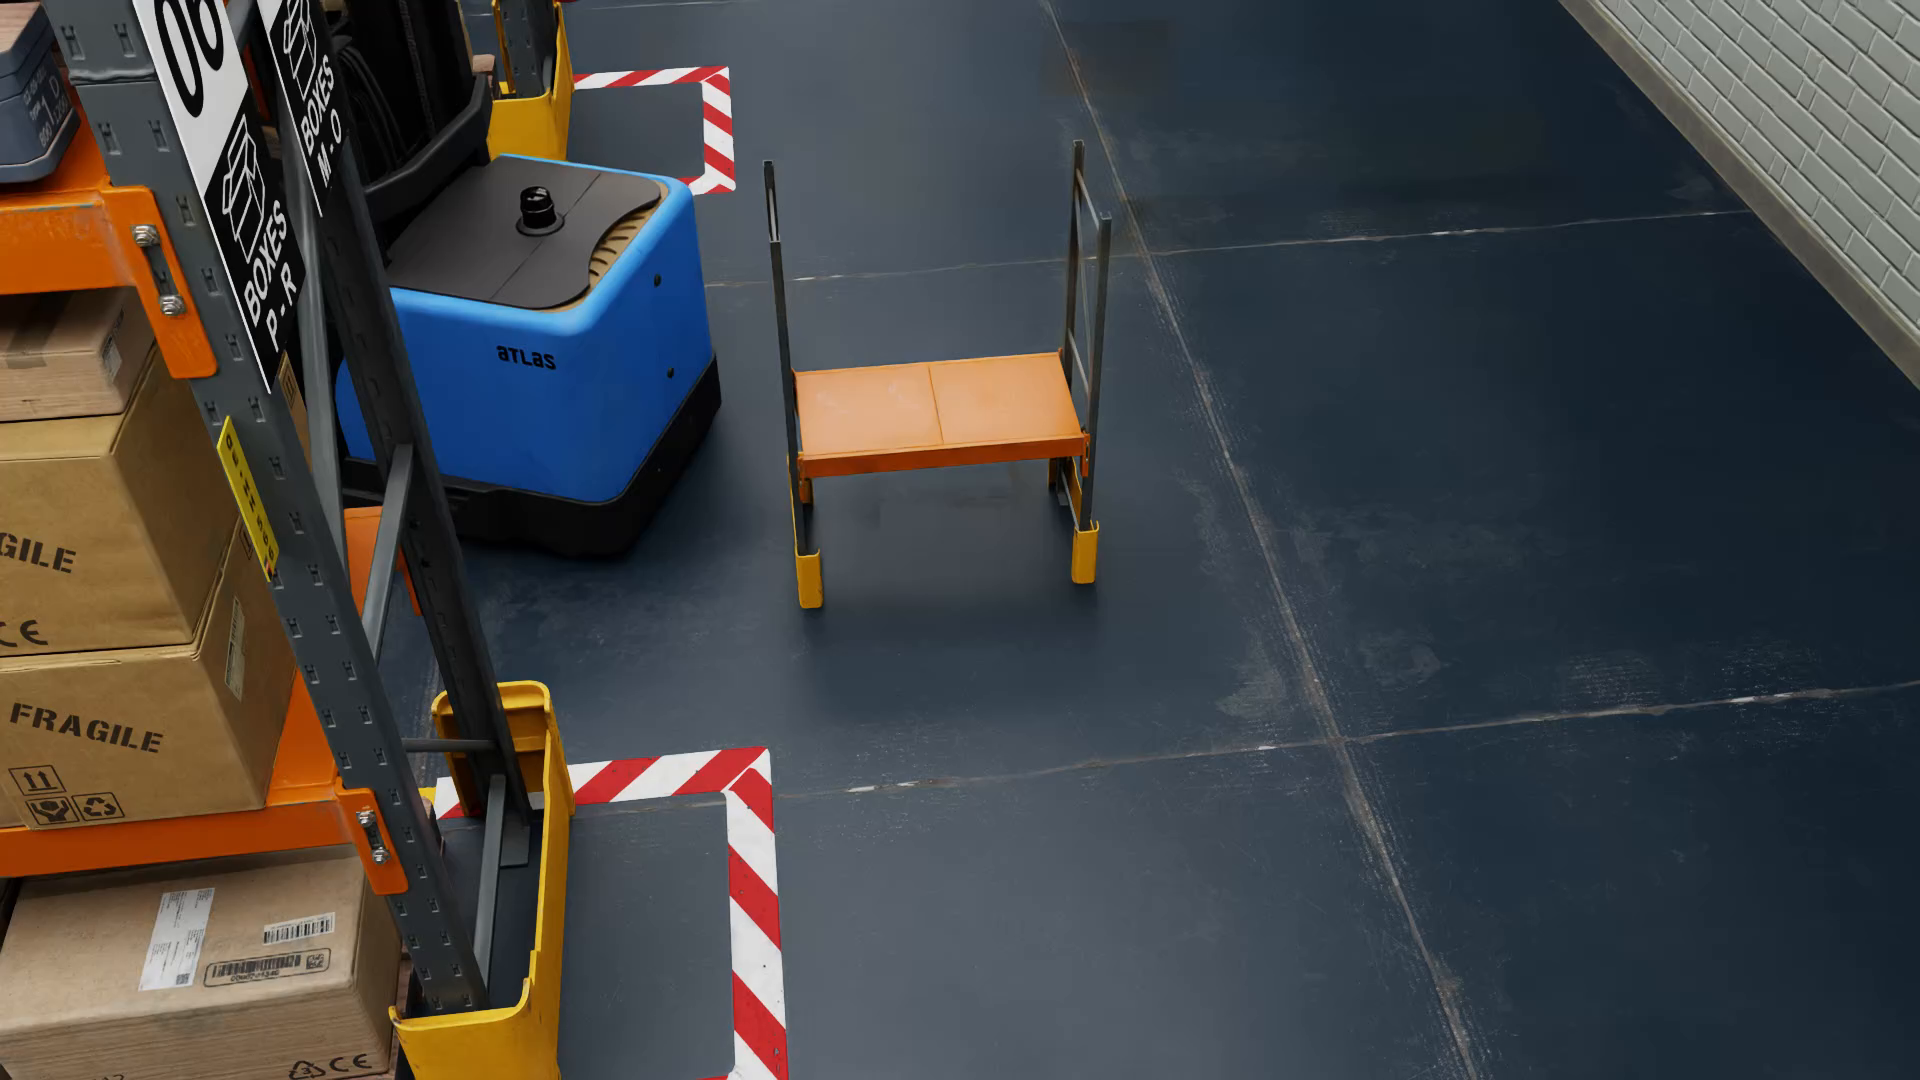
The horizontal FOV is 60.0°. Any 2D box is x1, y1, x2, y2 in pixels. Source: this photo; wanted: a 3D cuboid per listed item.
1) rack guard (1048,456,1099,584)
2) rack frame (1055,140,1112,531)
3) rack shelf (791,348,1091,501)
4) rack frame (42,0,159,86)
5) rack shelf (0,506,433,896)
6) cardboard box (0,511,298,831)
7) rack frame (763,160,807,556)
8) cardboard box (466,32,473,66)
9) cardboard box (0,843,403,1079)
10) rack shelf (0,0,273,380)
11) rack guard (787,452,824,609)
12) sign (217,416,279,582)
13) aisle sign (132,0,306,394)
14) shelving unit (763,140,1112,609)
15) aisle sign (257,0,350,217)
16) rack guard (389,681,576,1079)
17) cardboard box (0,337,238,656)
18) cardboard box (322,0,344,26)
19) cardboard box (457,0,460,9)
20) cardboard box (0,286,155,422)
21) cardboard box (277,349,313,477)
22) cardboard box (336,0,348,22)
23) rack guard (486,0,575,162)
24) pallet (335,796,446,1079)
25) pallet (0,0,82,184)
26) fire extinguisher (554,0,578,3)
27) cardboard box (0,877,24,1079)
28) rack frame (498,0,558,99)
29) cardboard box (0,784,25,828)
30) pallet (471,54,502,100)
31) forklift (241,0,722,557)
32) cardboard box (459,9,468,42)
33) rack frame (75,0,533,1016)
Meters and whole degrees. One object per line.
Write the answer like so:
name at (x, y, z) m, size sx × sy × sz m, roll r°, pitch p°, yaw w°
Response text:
rack guard at (0.418, -0.129, 6.207) m, size 0.087 × 0.250 × 0.587 m, roll -5°, pitch 42°, yaw -6°
rack frame at (0.419, -0.594, 5.788) m, size 0.032 × 1.500 × 0.500 m, roll -5°, pitch 42°, yaw -6°
rack shelf at (-0.085, -0.416, 5.860) m, size 1.000 × 0.185 × 0.538 m, roll -5°, pitch 42°, yaw -6°
rack frame at (-1.359, -2.145, 1.909) m, size 0.127 × 3.000 × 1.000 m, roll -5°, pitch 42°, yaw -6°
rack shelf at (-3.343, 0.524, 3.967) m, size 4.000 × 0.370 × 1.077 m, roll -5°, pitch 42°, yaw -6°
cardboard box at (-1.803, 0.264, 3.643) m, size 0.500 × 0.500 × 0.500 m, roll -5°, pitch 42°, yaw -5°
rack frame at (-0.589, -0.505, 5.691) m, size 0.032 × 1.500 × 0.500 m, roll -5°, pitch 42°, yaw -6°
cardboard box at (-2.662, -2.460, 8.553) m, size 0.250 × 0.149 × 0.380 m, roll -4°, pitch 42°, yaw -5°
cardboard box at (-2.001, 1.002, 4.499) m, size 0.875 × 0.438 × 0.875 m, roll -6°, pitch 42°, yaw -7°
rack shelf at (-3.343, -0.590, 2.962) m, size 4.000 × 0.370 × 1.077 m, roll -5°, pitch 42°, yaw -6°
rack guard at (-0.569, -0.043, 6.111) m, size 0.087 × 0.250 × 0.587 m, roll -5°, pitch 42°, yaw -6°
sign at (-1.303, -0.073, 3.050) m, size 0.005 × 0.325 × 0.100 m, roll -5°, pitch 42°, yaw -6°
aisle sign at (-1.248, -0.683, 2.826) m, size 0.004 × 0.787 × 0.394 m, roll -5°, pitch 42°, yaw -6°
shelving unit at (-0.076, -0.550, 5.740) m, size 1.083 × 1.500 × 0.587 m, roll -5°, pitch 42°, yaw -6°
aisle sign at (-1.326, -1.081, 3.268) m, size 0.004 × 0.787 × 0.394 m, roll -5°, pitch 42°, yaw -6°
rack guard at (-1.336, 1.009, 4.758) m, size 0.348 × 0.500 × 1.175 m, roll -5°, pitch 42°, yaw -6°
cardboard box at (-1.807, -0.125, 3.328) m, size 0.500 × 0.500 × 0.500 m, roll -4°, pitch 42°, yaw -4°
cardboard box at (-3.189, -2.653, 8.323) m, size 0.250 × 0.149 × 0.380 m, roll -5°, pitch 42°, yaw -6°
cardboard box at (-2.665, -2.694, 8.368) m, size 0.250 × 0.149 × 0.380 m, roll -7°, pitch 42°, yaw -7°
cardboard box at (-1.689, -0.402, 3.151) m, size 0.250 × 0.149 × 0.380 m, roll -4°, pitch 42°, yaw -5°
cardboard box at (-1.873, -0.103, 4.050) m, size 0.500 × 0.500 × 0.500 m, roll -5°, pitch 42°, yaw -6°
cardboard box at (-2.923, -2.590, 8.253) m, size 0.250 × 0.149 × 0.380 m, roll -4°, pitch 42°, yaw -5°
rack guard at (-2.177, -2.261, 8.383) m, size 0.348 × 0.500 × 1.175 m, roll -5°, pitch 42°, yaw -6°
pallet at (-2.142, 1.240, 4.718) m, size 1.213 × 0.211 × 1.003 m, roll -5°, pitch 42°, yaw -6°
pallet at (-2.094, -0.926, 2.864) m, size 1.213 × 0.211 × 1.003 m, roll -5°, pitch 42°, yaw -6°
fire extinguisher at (-1.792, -2.744, 7.388) m, size 0.183 × 0.674 × 0.296 m, roll -5°, pitch 42°, yaw -6°
cardboard box at (-2.907, 1.087, 4.404) m, size 0.875 × 0.438 × 0.875 m, roll -4°, pitch 42°, yaw -4°
rack frame at (-2.101, -3.196, 7.553) m, size 0.127 × 3.000 × 1.000 m, roll -5°, pitch 42°, yaw -6°
cardboard box at (-2.303, 0.297, 3.606) m, size 0.500 × 0.500 × 0.500 m, roll -6°, pitch 42°, yaw -6°
pallet at (-2.987, -2.106, 8.428) m, size 1.213 × 0.211 × 1.003 m, roll -5°, pitch 42°, yaw -6°
forklift at (-2.545, -1.577, 5.810) m, size 3.031 × 2.935 × 1.130 m, roll 11°, pitch 43°, yaw 12°
cardboard box at (-2.654, -2.528, 8.406) m, size 0.250 × 0.149 × 0.380 m, roll -3°, pitch 42°, yaw -4°
rack frame at (-1.359, 0.083, 3.918) m, size 0.127 × 3.000 × 1.000 m, roll -5°, pitch 42°, yaw -6°
